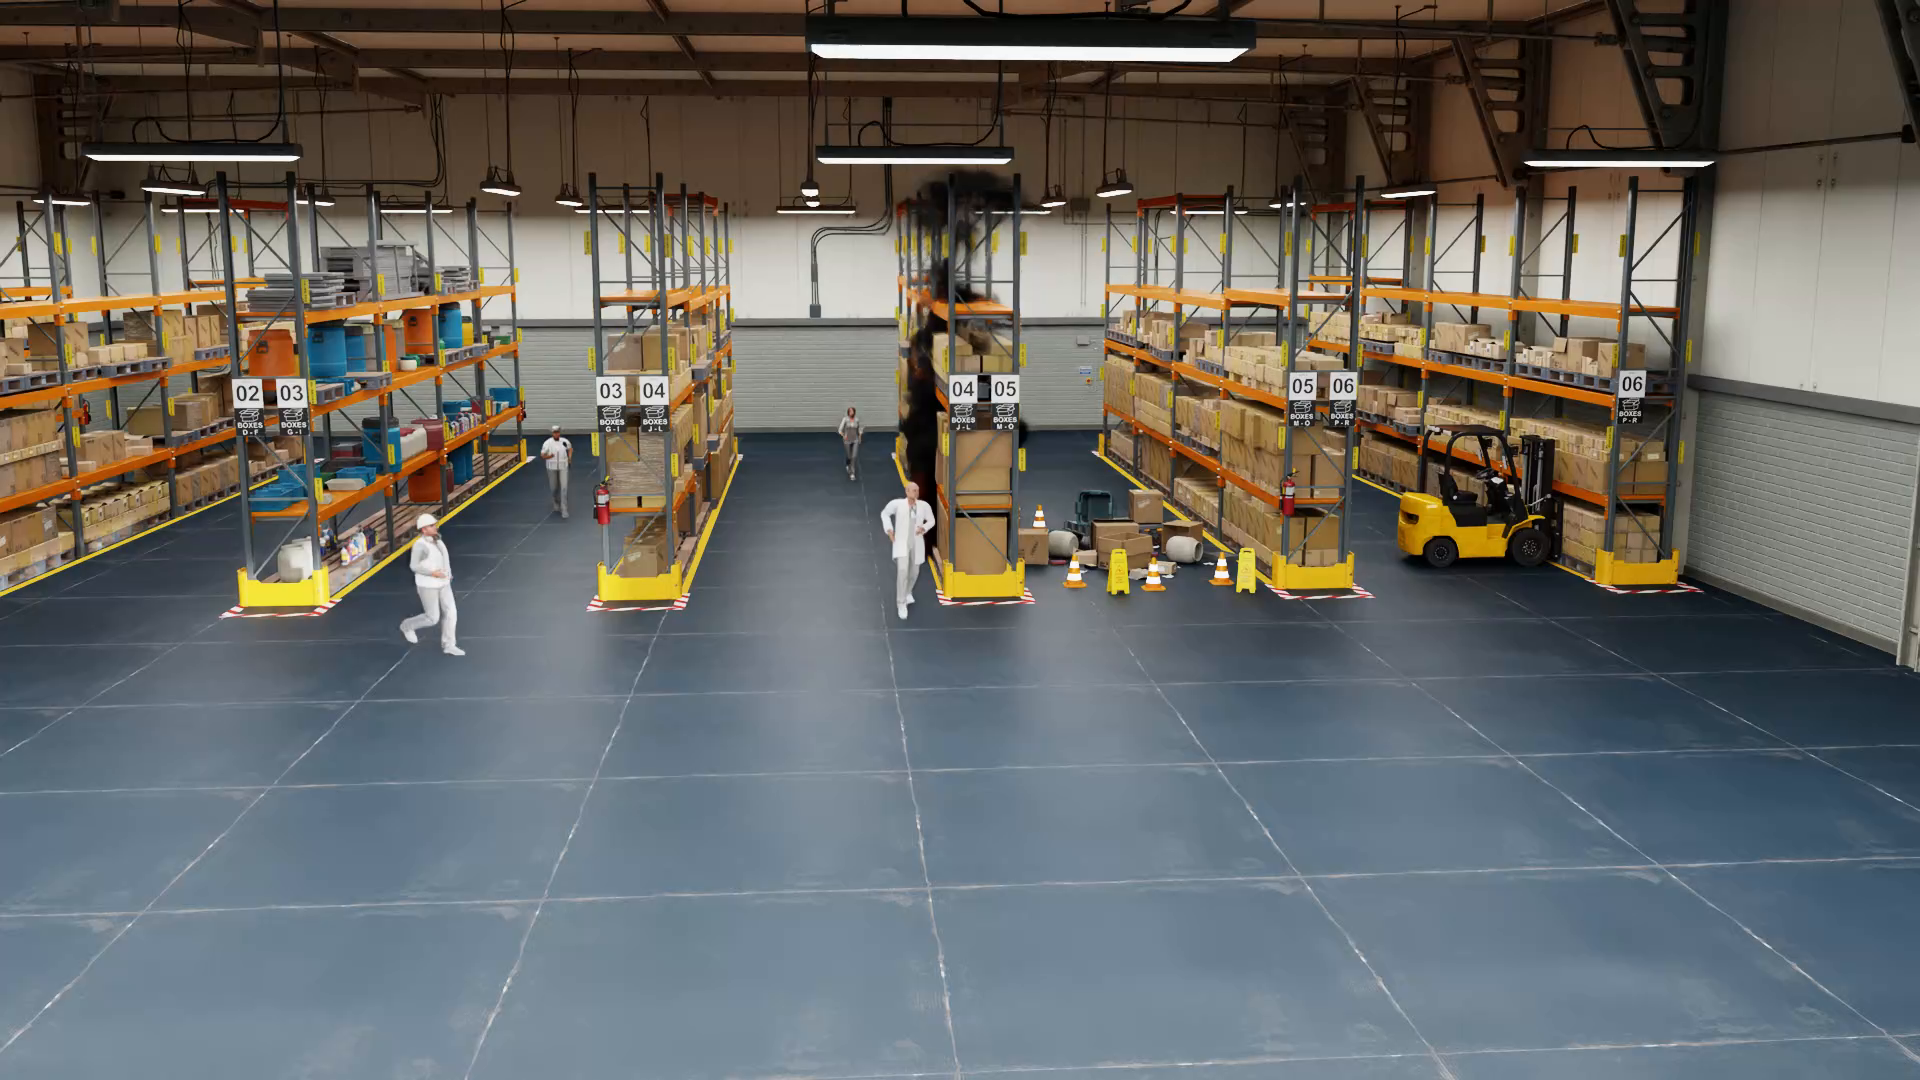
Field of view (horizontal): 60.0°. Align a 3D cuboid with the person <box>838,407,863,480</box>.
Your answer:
[{"bbox_3d":[-2.378,-2.116,36.250,0.546,1.570,0.718,-2,10,-10],"label":"person"}]

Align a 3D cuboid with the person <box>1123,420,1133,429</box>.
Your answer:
[{"bbox_3d":[4.231,-3.133,41.602,0.862,1.697,0.702,8,13,39],"label":"person"}]

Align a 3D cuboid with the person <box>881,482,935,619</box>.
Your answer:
[{"bbox_3d":[-0.680,0.098,23.006,0.706,1.806,1.000,-3,11,-19],"label":"person"}]

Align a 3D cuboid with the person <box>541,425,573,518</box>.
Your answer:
[{"bbox_3d":[-7.551,-1.309,31.218,0.598,1.688,0.839,-3,10,-15],"label":"person"}]

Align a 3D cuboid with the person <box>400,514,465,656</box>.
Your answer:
[{"bbox_3d":[-6.542,0.550,20.576,0.870,1.764,0.663,4,11,20],"label":"person"}]
